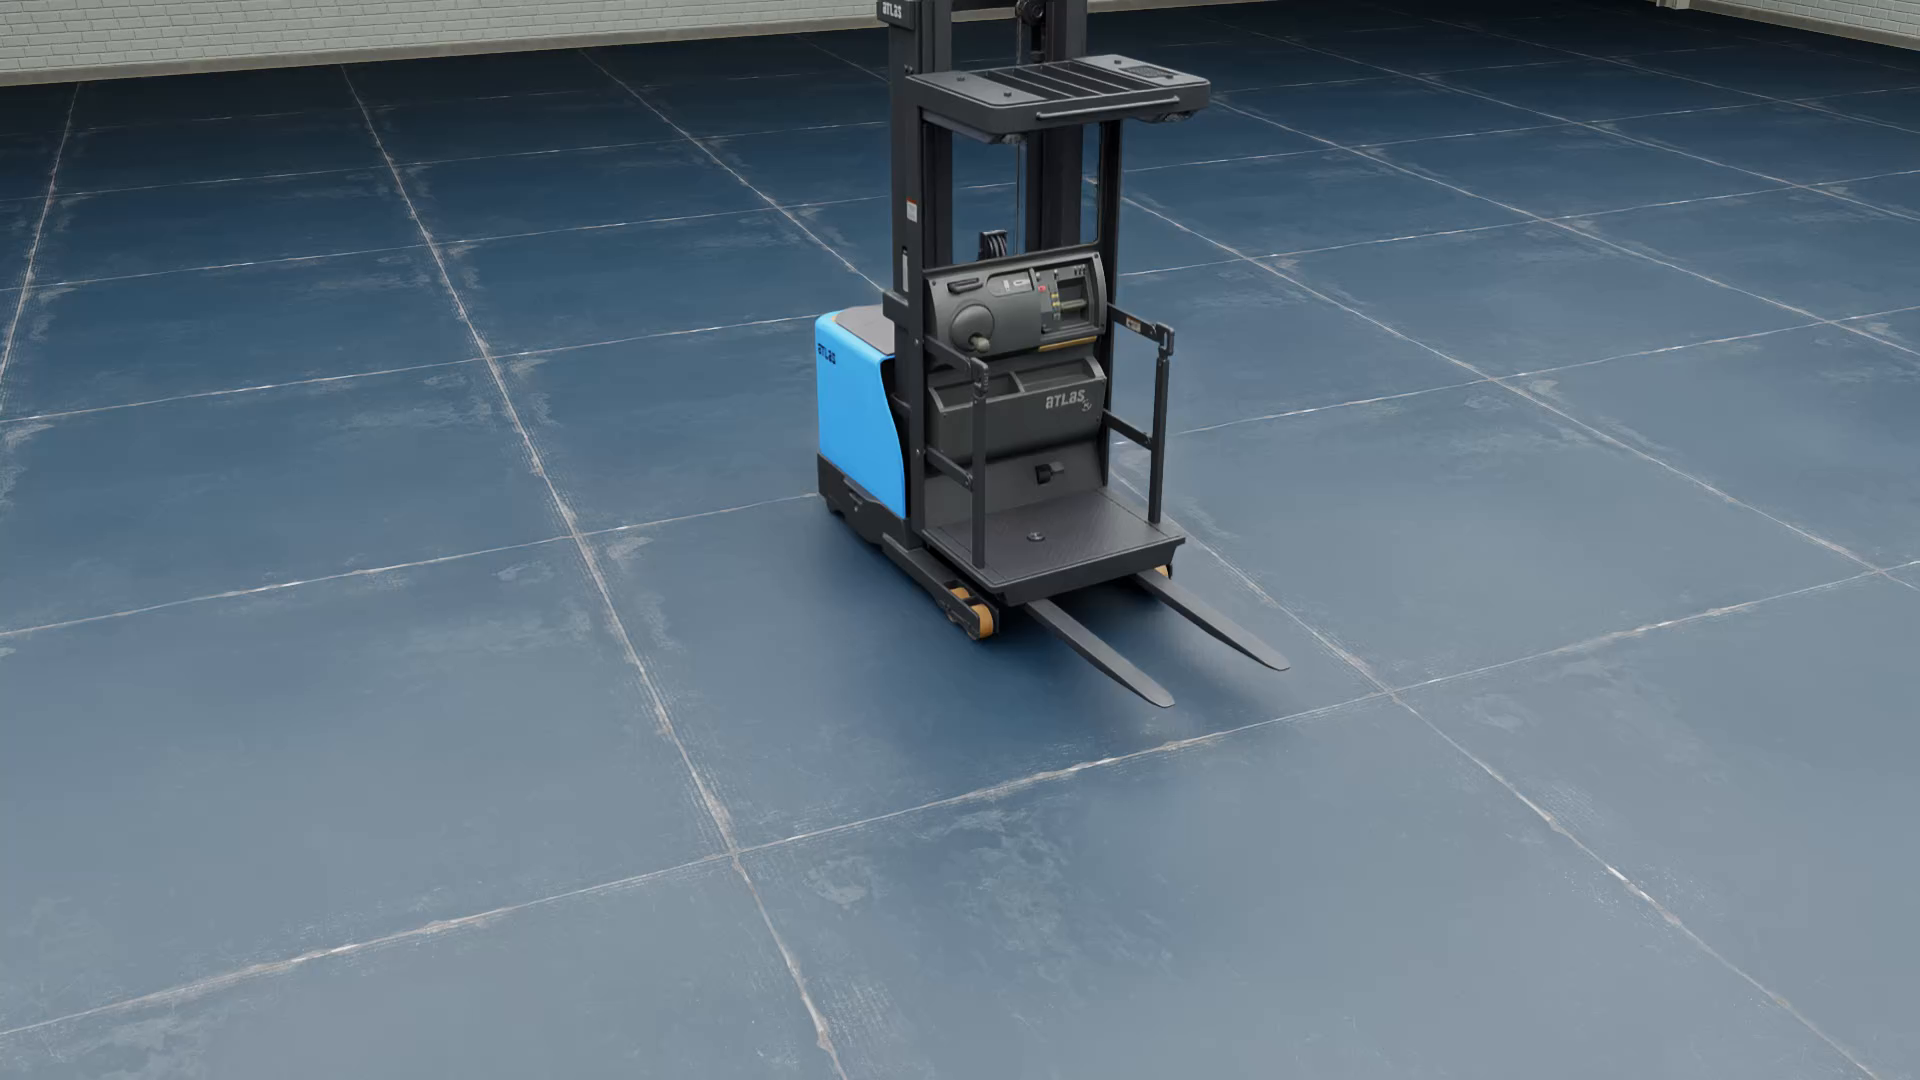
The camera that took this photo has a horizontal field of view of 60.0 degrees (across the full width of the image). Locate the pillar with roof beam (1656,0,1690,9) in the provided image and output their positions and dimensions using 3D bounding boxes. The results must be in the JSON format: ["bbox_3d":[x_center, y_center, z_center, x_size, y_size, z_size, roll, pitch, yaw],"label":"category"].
[{"bbox_3d":[6.957,-11.467,21.979,9.100,9.000,0.400,-11,28,-21],"label":"pillar with roof beam"}]

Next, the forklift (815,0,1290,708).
[{"bbox_3d":[0.385,-1.078,7.618,1.130,2.935,3.031,-14,29,-26],"label":"forklift"}]
